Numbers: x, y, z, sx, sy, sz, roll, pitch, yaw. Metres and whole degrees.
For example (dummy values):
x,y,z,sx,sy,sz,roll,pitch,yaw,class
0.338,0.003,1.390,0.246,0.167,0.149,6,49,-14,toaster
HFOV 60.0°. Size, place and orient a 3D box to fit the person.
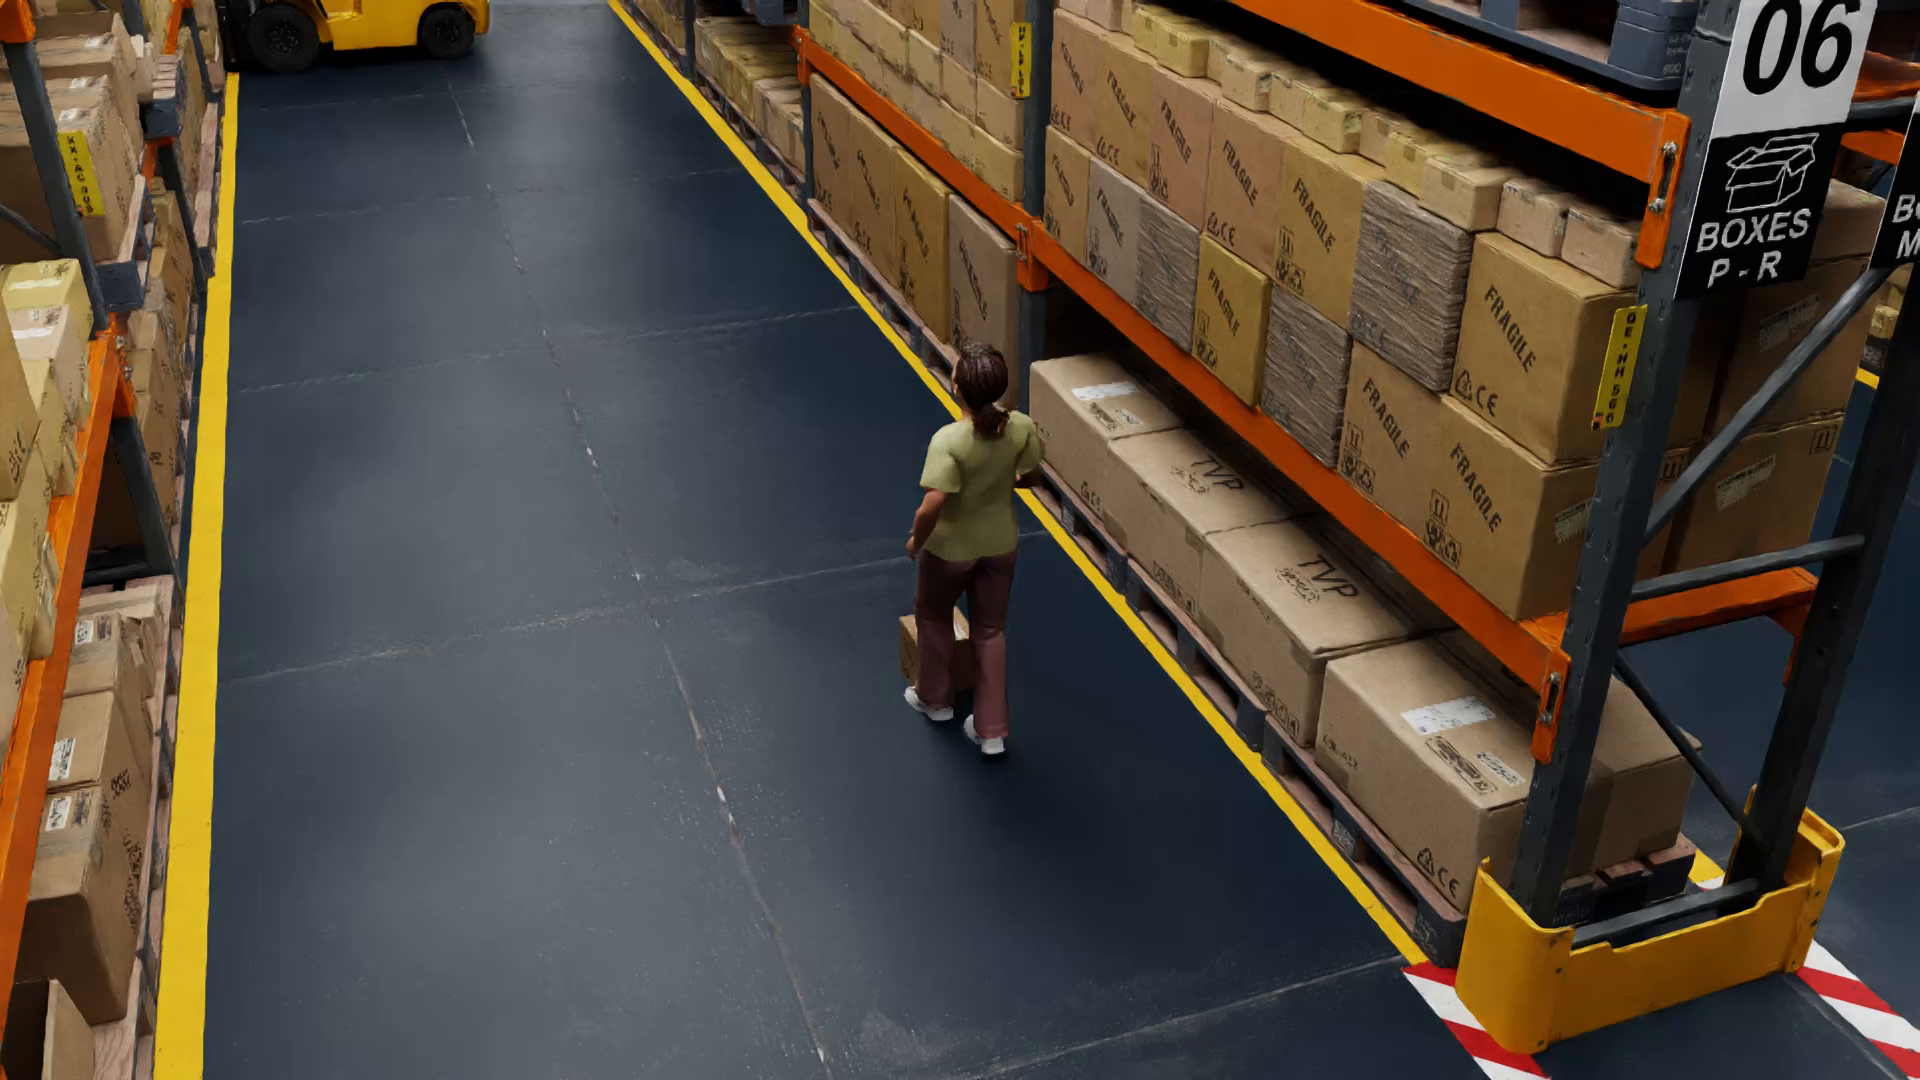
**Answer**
x,y,z,sx,sy,sz,roll,pitch,yaw,class
0.018,0.127,6.206,0.532,1.435,0.603,-10,31,-16,person
